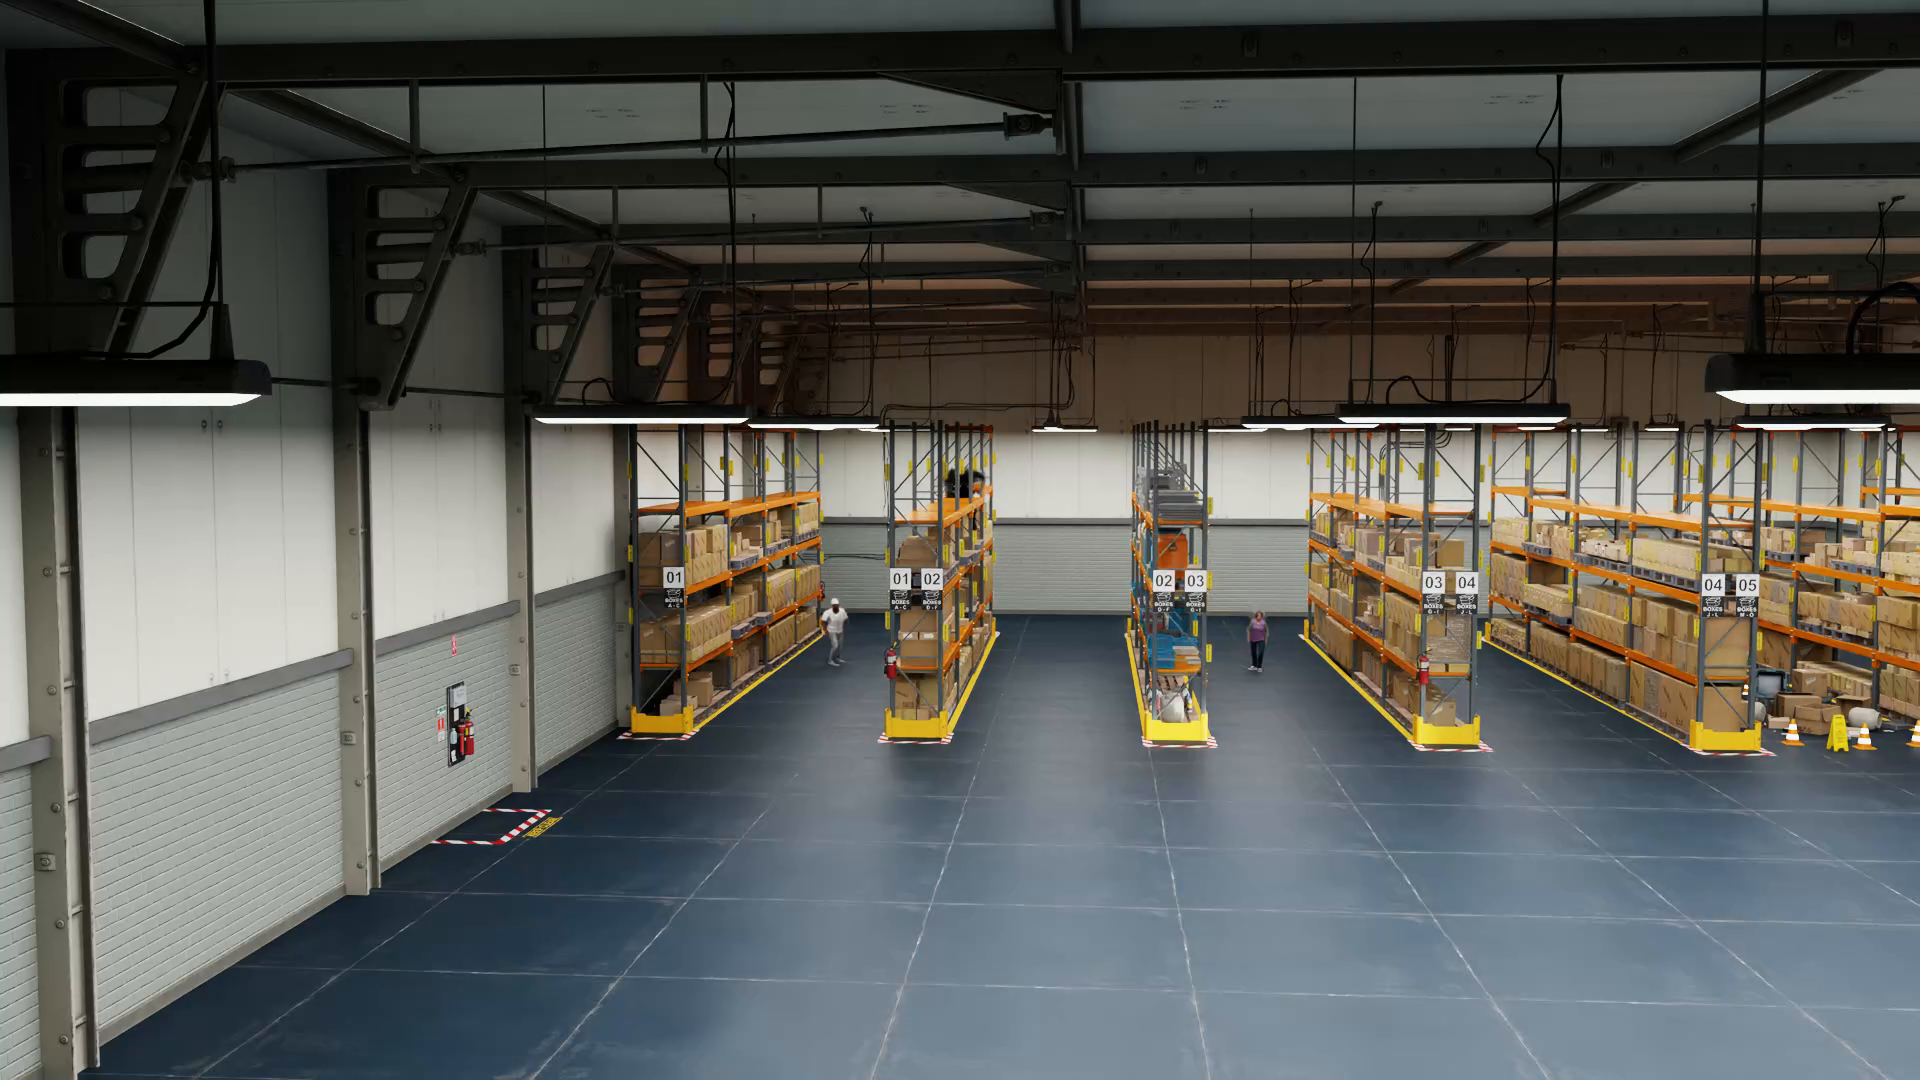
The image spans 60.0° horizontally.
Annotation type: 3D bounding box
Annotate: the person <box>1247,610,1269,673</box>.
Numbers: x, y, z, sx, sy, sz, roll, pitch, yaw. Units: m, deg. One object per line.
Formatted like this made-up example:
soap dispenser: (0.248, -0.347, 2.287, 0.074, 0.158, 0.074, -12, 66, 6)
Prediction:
person: (7.203, 2.430, 40.184, 0.536, 1.509, 0.647, 1, 4, 19)

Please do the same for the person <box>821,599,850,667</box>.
person: (-3.052, 2.284, 41.256, 0.710, 1.701, 0.799, -3, 5, -40)
